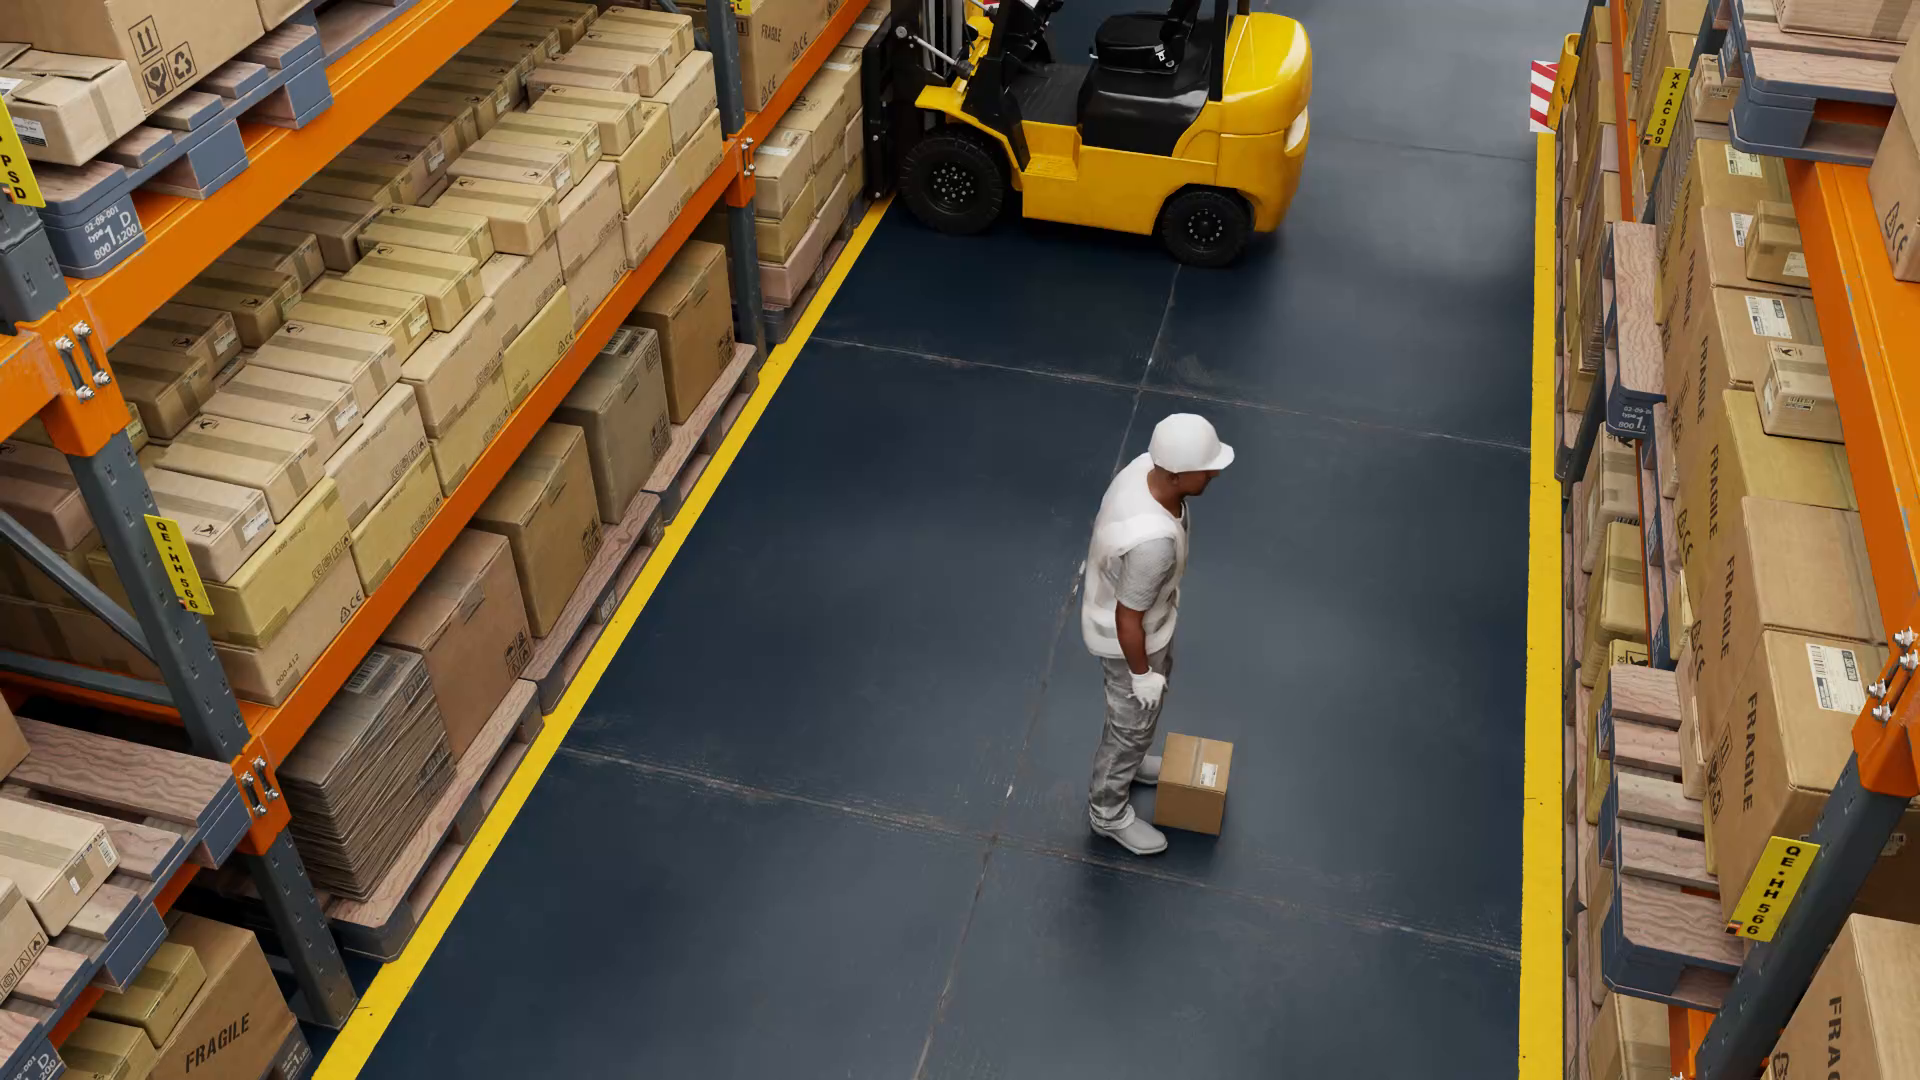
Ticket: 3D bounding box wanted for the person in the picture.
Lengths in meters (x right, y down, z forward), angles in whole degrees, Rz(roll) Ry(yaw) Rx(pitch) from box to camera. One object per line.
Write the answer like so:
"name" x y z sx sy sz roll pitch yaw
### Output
"person" 0.650 0.298 5.802 0.445 1.775 0.629 8 41 9
